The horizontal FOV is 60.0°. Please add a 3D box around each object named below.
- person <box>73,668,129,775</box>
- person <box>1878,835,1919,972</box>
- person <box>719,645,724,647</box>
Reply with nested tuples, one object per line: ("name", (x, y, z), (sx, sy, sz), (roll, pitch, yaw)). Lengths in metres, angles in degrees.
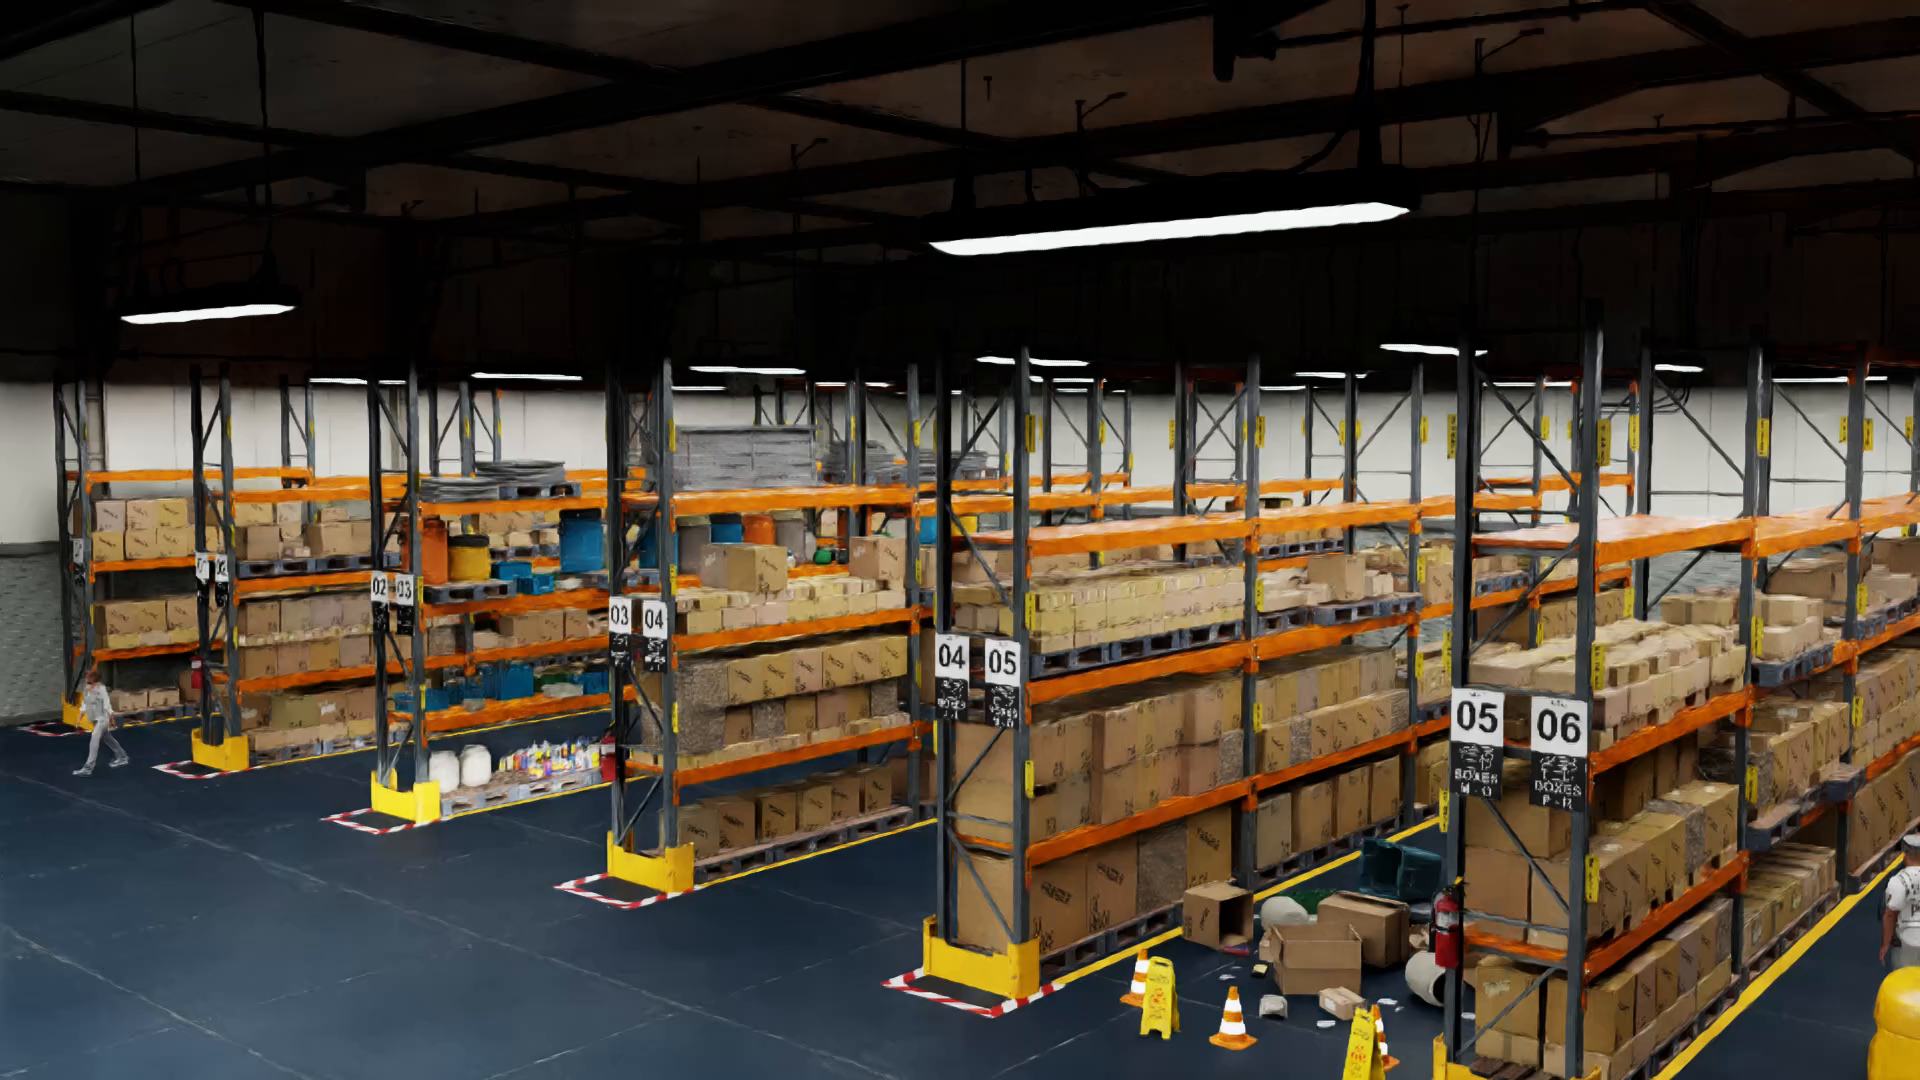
("person", (-12.626, 2.628, 24.344), (0.411, 1.534, 0.956), (2, 5, 31))
("person", (7.783, 3.293, 13.618), (0.654, 1.748, 0.585), (-1, 4, -19))
("person", (-3.735, 2.392, 27.155), (0.929, 1.619, 0.463), (-3, 5, -34))
